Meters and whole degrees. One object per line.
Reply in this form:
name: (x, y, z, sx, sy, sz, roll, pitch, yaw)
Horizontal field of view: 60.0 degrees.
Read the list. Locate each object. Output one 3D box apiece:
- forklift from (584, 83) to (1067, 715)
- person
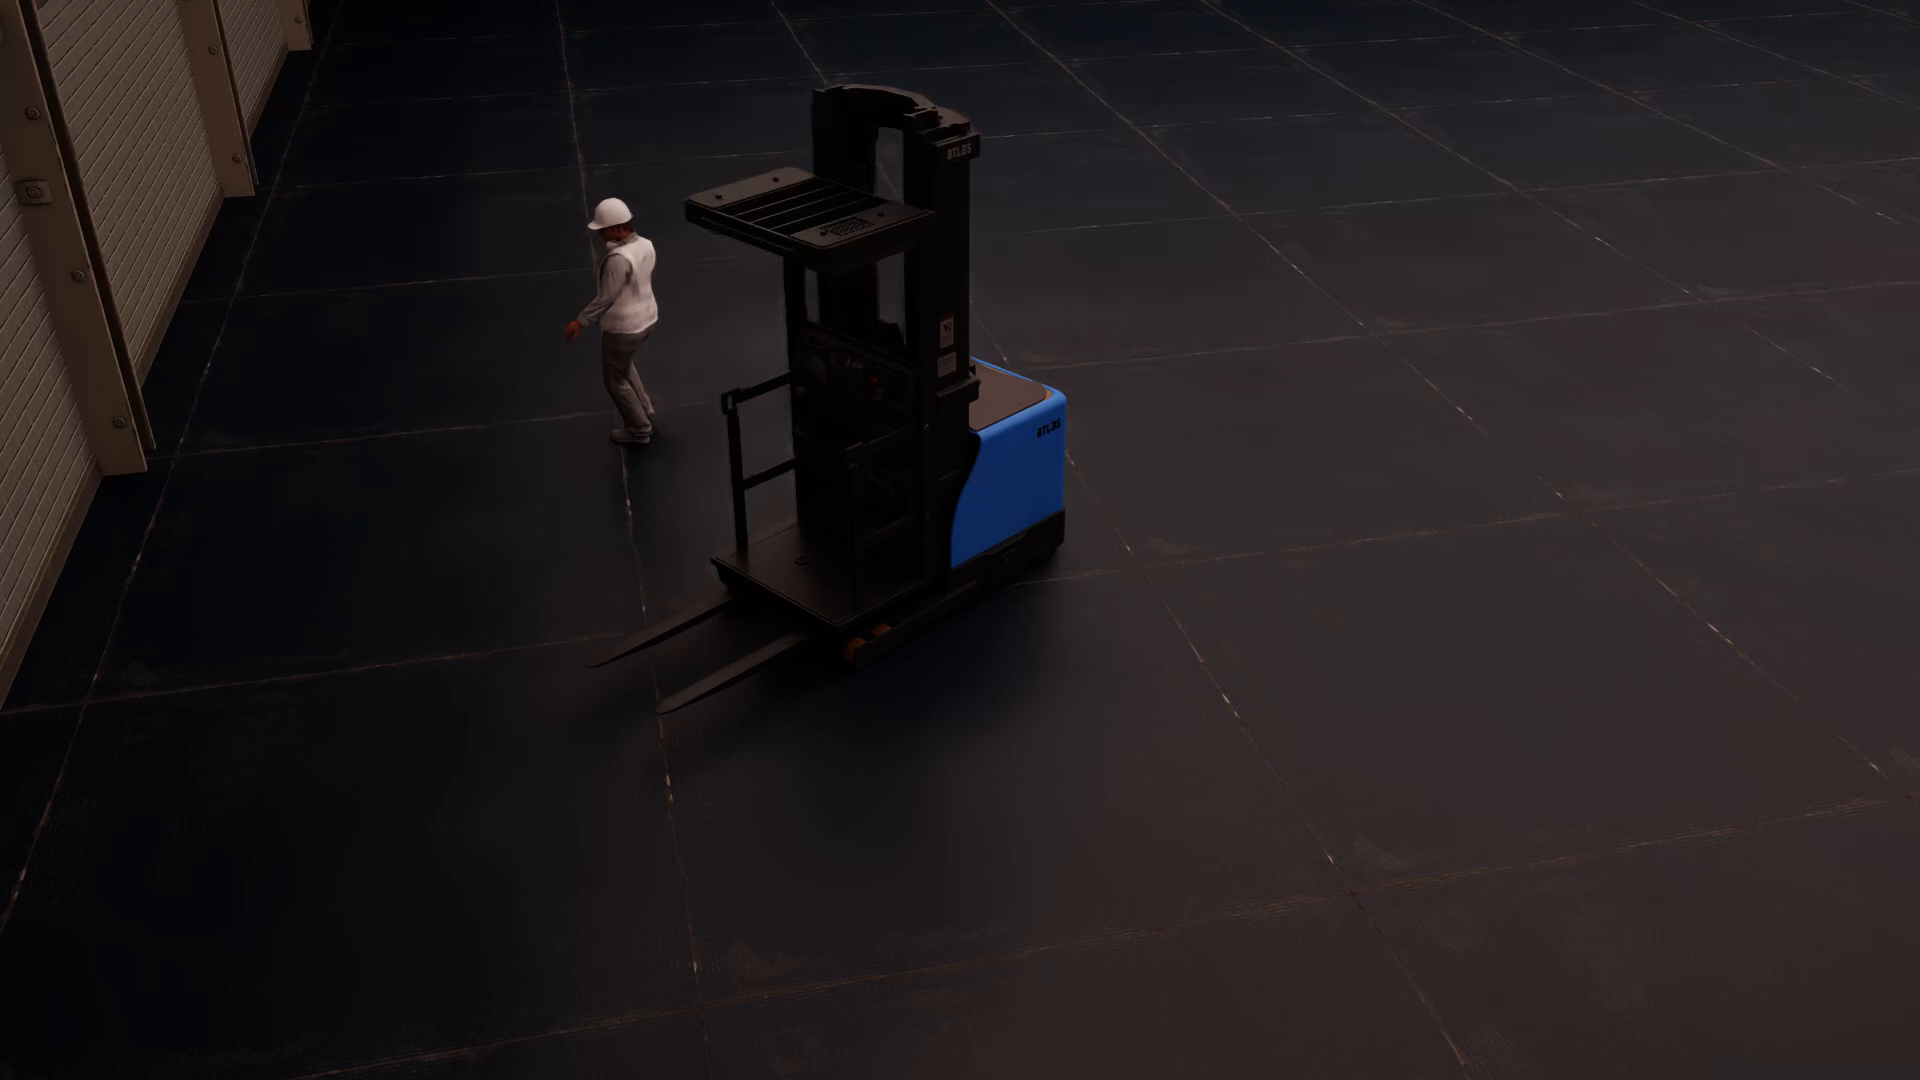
forklift: (-0.732, -0.847, 9.037, 1.130, 2.935, 3.031, 26, 39, 37)
person: (-2.327, -1.463, 11.319, 0.500, 1.780, 0.843, 11, 32, 18)
